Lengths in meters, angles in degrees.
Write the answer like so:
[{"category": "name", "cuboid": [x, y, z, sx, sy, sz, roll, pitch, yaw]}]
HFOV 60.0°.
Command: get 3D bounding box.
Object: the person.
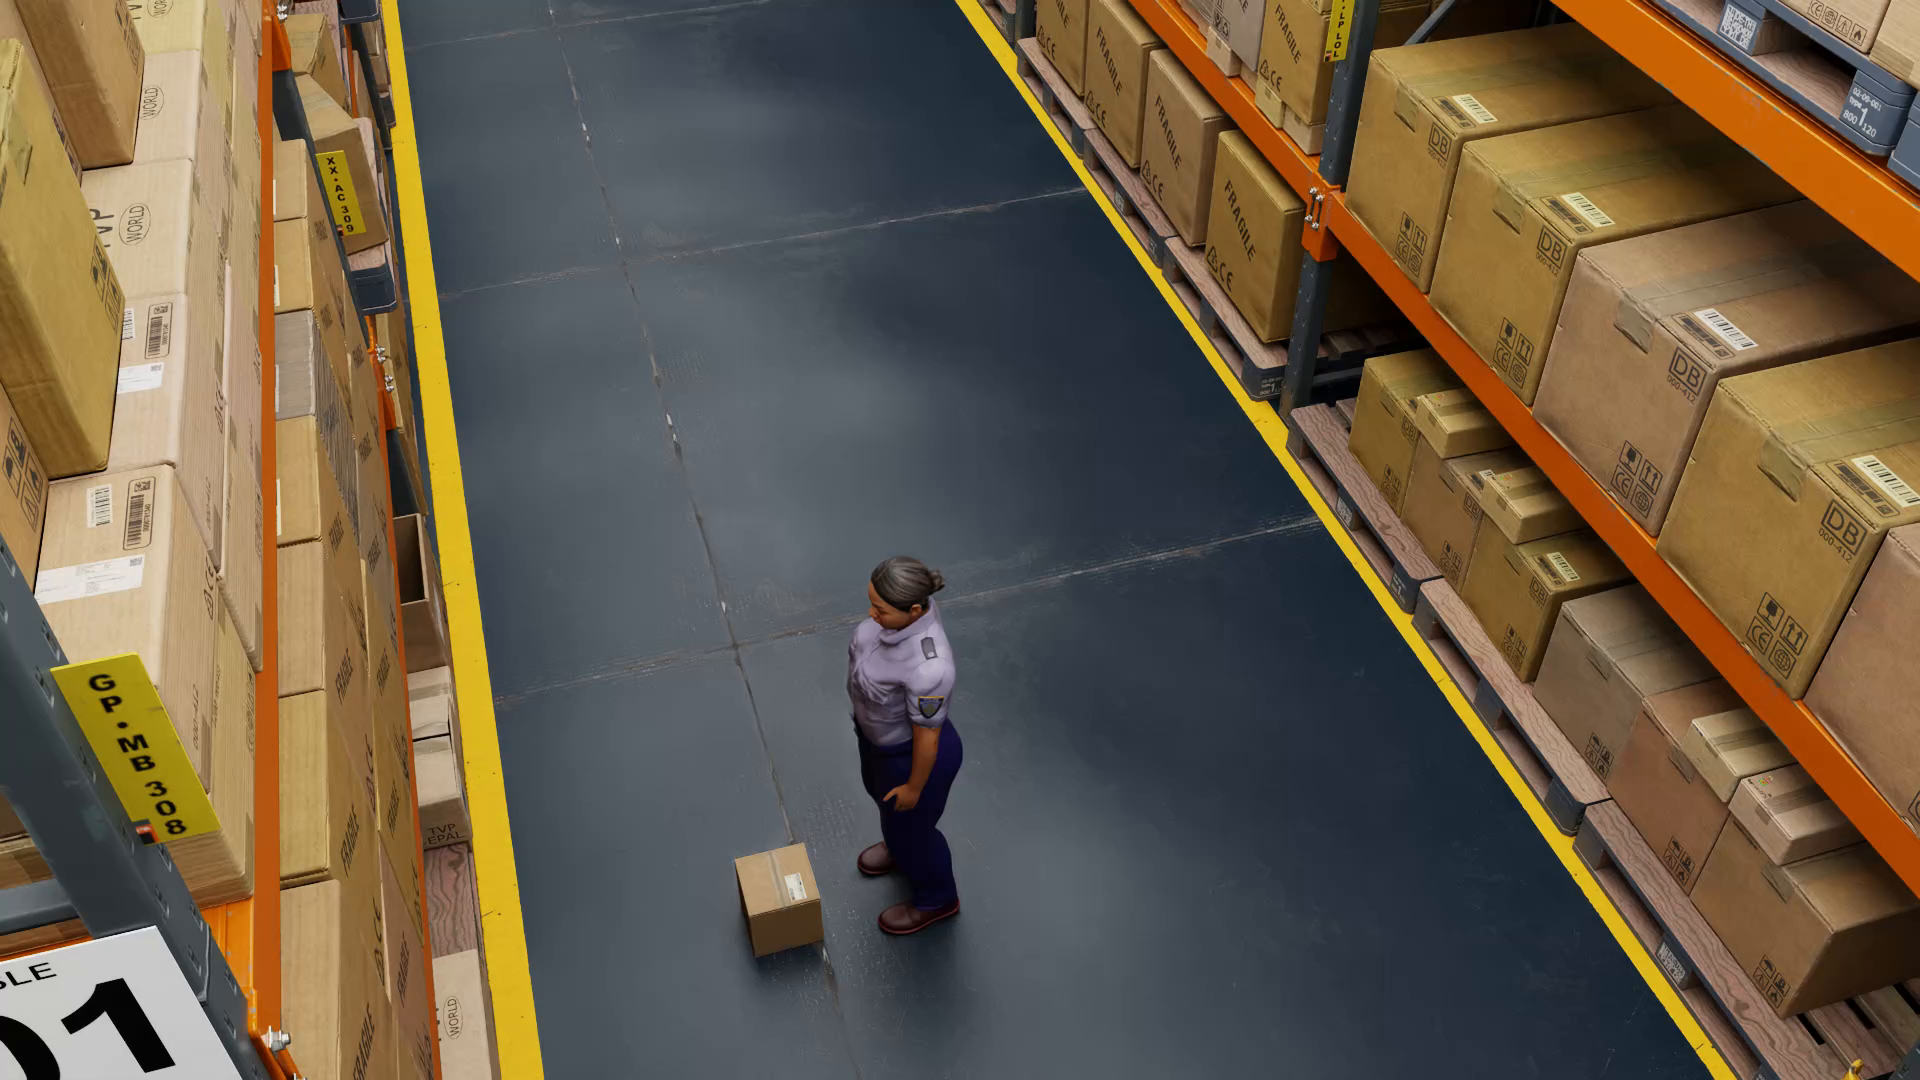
[{"category": "person", "cuboid": [-0.177, 0.668, 5.449, 0.341, 1.642, 0.470, -11, 44, -12]}]
